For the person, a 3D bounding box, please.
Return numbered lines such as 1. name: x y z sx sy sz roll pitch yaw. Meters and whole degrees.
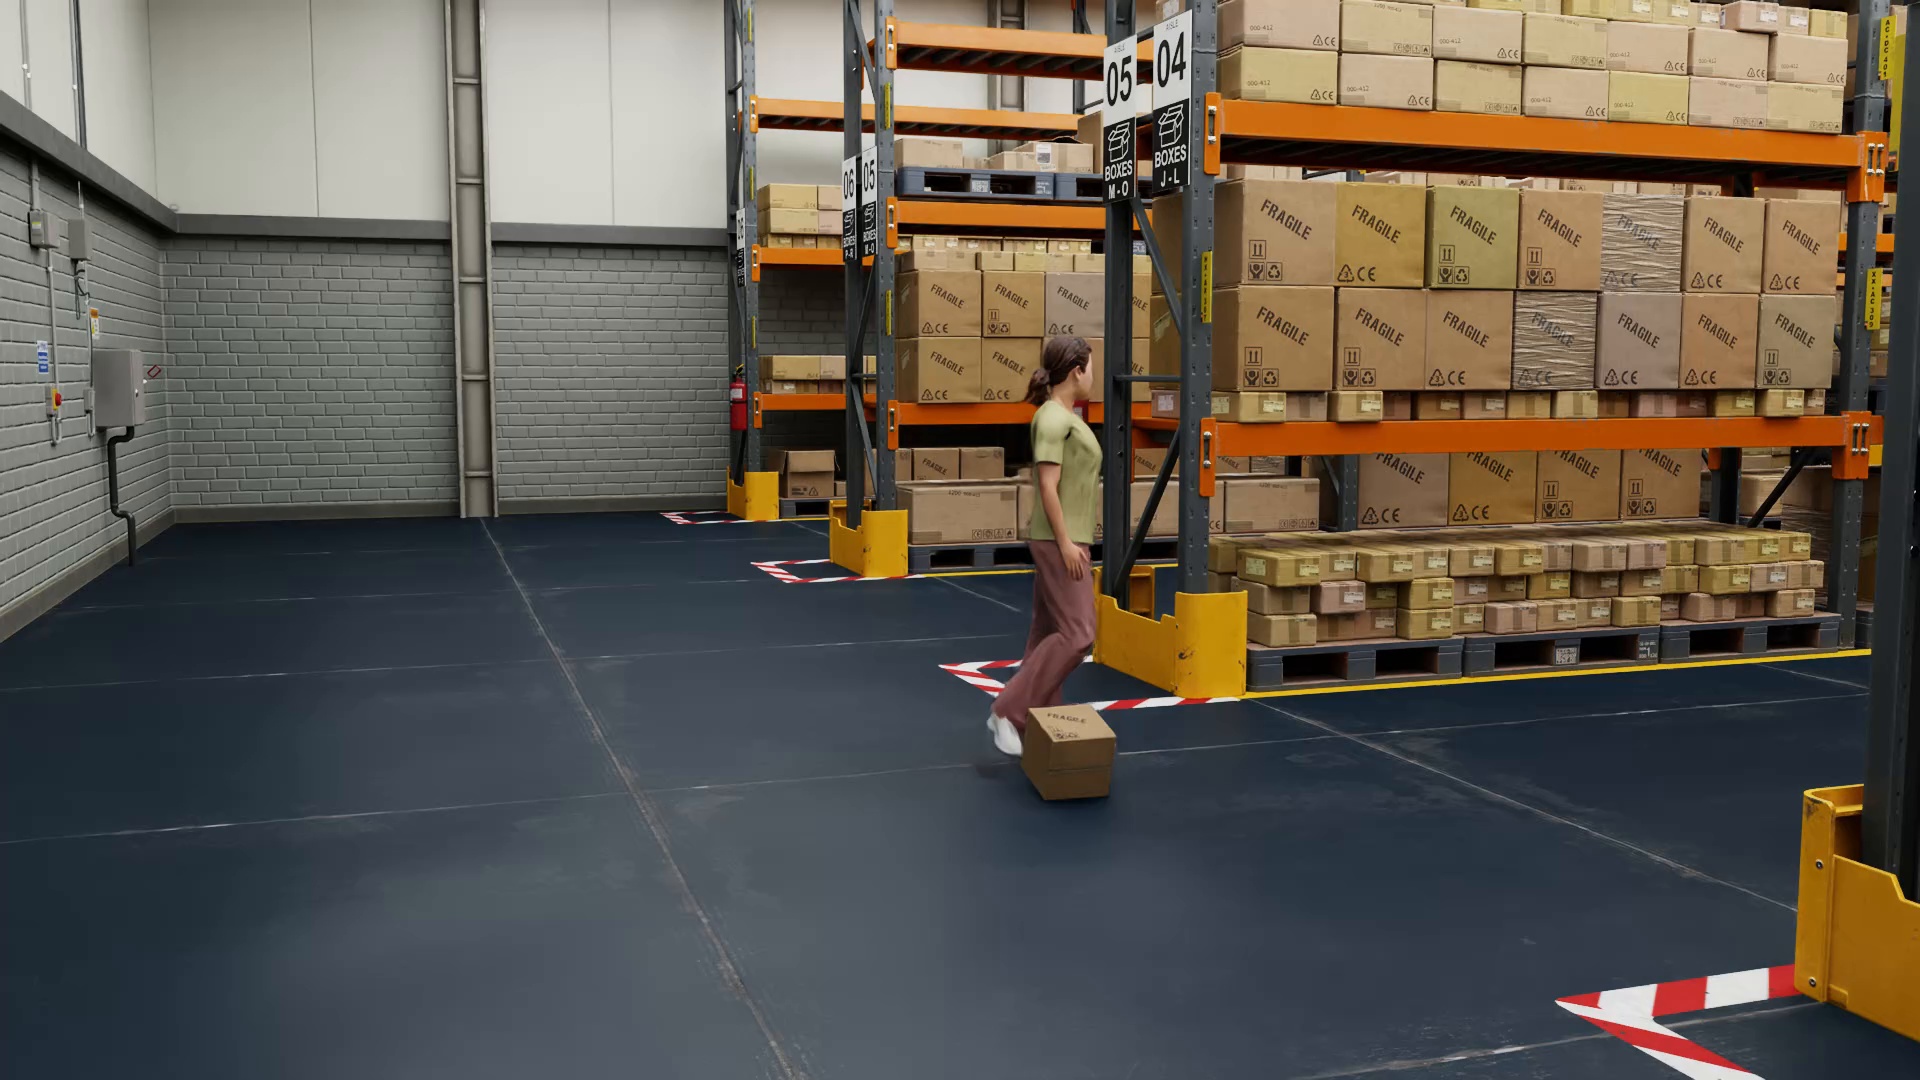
1. person: 0.332 0.033 6.536 0.434 1.667 0.626 1 6 10
